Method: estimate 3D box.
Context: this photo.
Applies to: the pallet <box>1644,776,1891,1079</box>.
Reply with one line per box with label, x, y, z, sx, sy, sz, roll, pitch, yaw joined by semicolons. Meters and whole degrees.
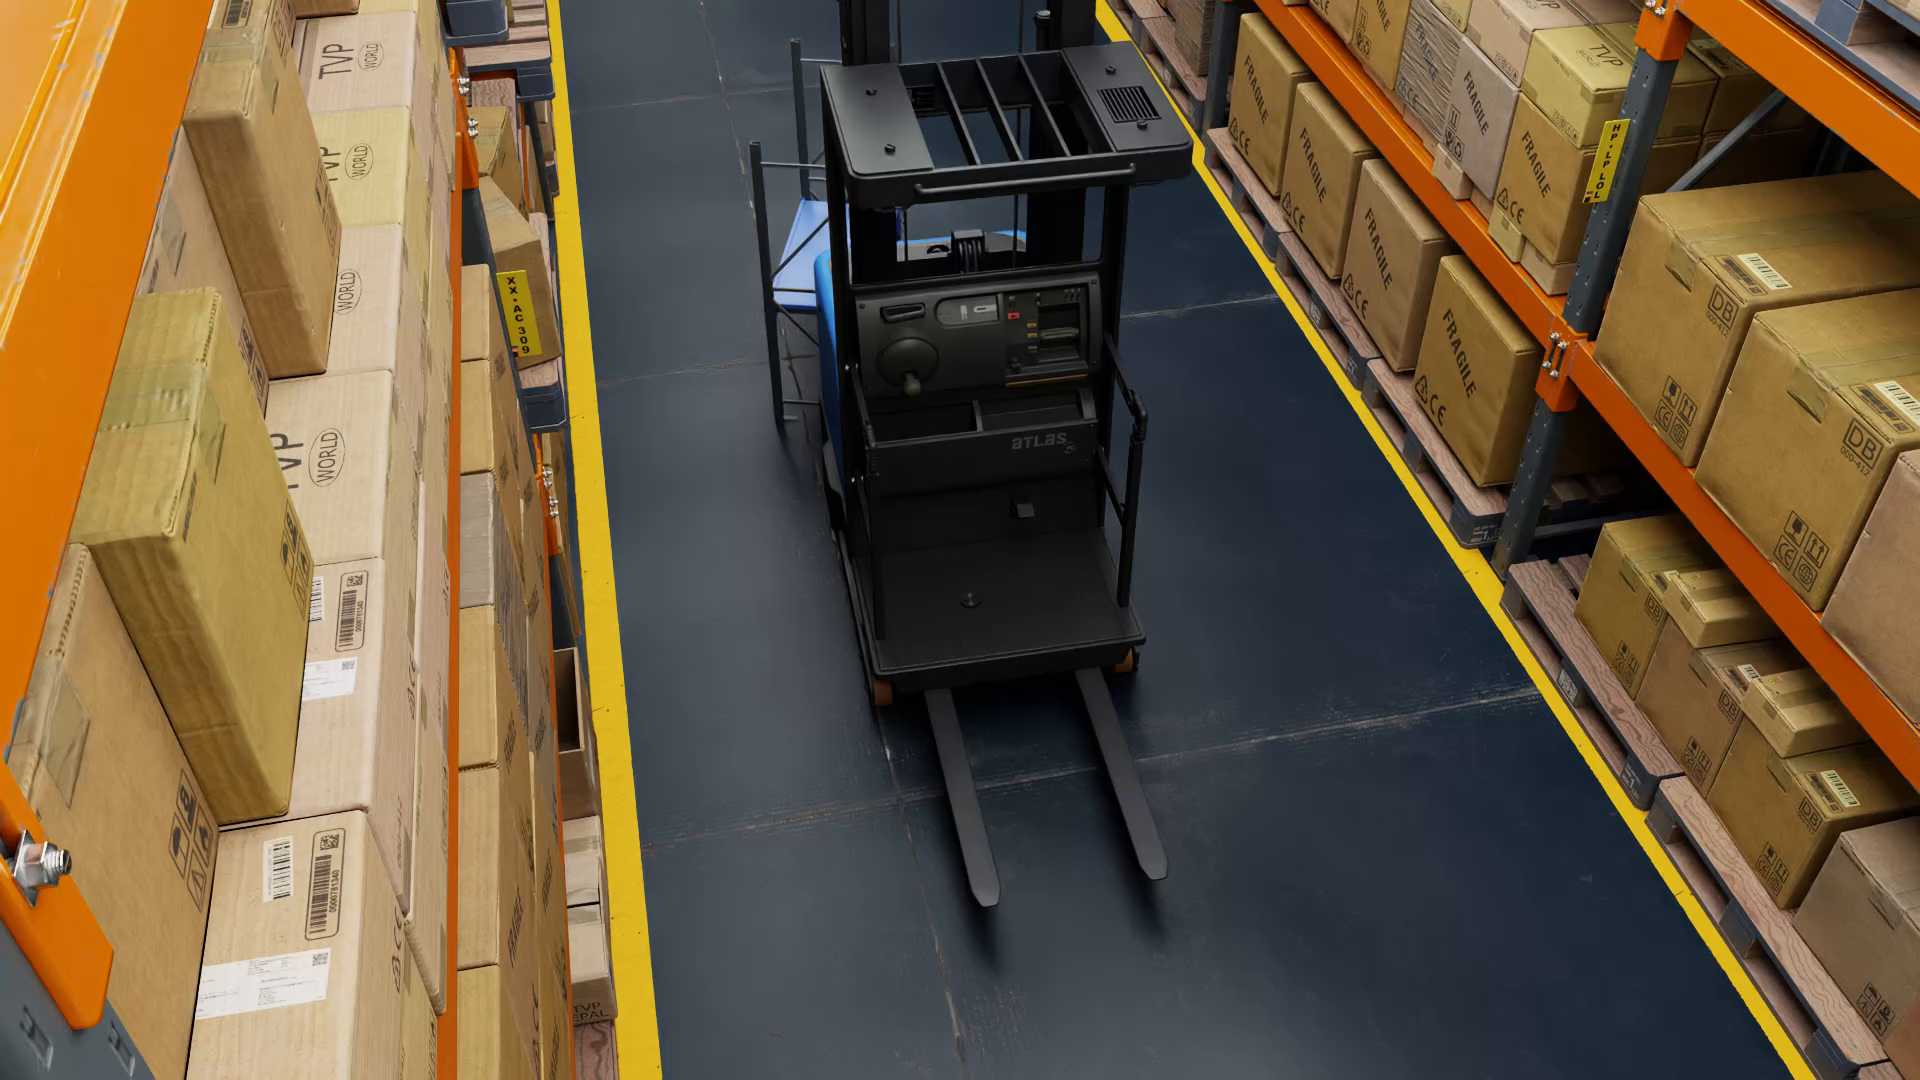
pallet;3.215;1.295;5.914;1.003;0.211;1.213;-8;42;-9

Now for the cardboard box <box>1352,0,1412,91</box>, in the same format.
cardboard box;2.182;-2.443;7.710;0.500;0.500;0.500;-7;42;-8

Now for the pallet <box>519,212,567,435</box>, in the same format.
pallet;-2.042;-0.794;6.311;1.003;0.211;1.213;-8;42;-9

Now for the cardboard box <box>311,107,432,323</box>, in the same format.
cardboard box;-1.395;-0.659;3.492;0.500;0.250;0.500;-8;42;-9

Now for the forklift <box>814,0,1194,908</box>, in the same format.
forklift;0.118;-0.685;6.096;1.130;2.935;3.031;-7;42;-8

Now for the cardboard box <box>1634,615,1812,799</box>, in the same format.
cardboard box;3.027;0.559;6.209;0.700;0.500;0.500;-9;42;-10

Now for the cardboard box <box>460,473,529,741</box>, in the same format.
cardboard box;-1.392;0.206;4.212;0.500;0.500;0.500;-8;42;-9

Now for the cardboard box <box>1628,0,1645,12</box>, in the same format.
cardboard box;2.896;-2.155;6.820;0.500;0.250;0.500;-8;42;-9

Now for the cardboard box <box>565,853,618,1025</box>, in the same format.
cardboard box;-1.414;1.324;5.475;0.500;0.311;0.500;-8;42;-9

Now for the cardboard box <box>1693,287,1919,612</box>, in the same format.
cardboard box;3.114;-0.329;5.416;0.980;0.700;0.700;-9;42;-10

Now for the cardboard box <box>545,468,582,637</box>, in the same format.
cardboard box;-1.842;0.090;6.723;0.500;0.500;0.500;-10;43;-11

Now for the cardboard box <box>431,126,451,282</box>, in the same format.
cardboard box;-1.513;-0.795;4.021;0.500;0.250;0.500;-8;42;-9

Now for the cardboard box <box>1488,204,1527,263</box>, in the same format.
cardboard box;2.434;-1.297;6.907;0.380;0.149;0.250;-8;42;-8

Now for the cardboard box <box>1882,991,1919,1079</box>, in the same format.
cardboard box;3.367;1.563;5.079;0.700;0.500;0.500;-8;42;-9

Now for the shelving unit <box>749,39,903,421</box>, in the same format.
shelving unit;-0.613;-1.484;8.073;0.538;1.500;1.048;4;42;4

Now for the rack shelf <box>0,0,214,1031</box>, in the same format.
rack shelf;-1.544;-1.009;2.434;1.077;0.370;4.000;-8;42;-9

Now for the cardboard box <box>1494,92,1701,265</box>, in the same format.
cardboard box;2.515;-1.464;6.607;0.500;0.500;0.500;-9;42;-10

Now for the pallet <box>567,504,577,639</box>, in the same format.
pallet;-2.188;0.189;7.160;1.003;0.211;1.213;-8;42;-9

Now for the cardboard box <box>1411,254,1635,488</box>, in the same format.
cardboard box;2.593;-0.800;7.477;0.750;0.750;0.750;-8;42;-9

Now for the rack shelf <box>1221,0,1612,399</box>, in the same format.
rack shelf;2.429;-2.072;8.148;1.077;0.370;4.000;-8;42;-9

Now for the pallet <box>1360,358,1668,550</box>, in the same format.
pallet;2.620;-0.491;7.926;1.003;0.211;1.213;-8;42;-9

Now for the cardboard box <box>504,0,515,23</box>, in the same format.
cardboard box;-2.593;-2.727;7.953;0.700;0.500;0.500;-22;46;-23

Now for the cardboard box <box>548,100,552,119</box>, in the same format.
cardboard box;-2.775;-2.761;10.137;0.500;0.250;0.500;-9;42;-10

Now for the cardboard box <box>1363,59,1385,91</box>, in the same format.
cardboard box;2.184;-2.311;8.050;0.380;0.149;0.250;-8;42;-9

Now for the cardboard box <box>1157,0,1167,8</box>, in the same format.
cardboard box;1.658;-3.995;11.324;0.700;0.500;0.500;-9;42;-10

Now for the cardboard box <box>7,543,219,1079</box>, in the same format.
cardboard box;-1.239;0.397;1.737;0.700;0.500;0.500;-8;42;-9

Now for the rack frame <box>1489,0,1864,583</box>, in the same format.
rack frame;2.860;-1.044;6.449;1.000;3.000;0.127;-8;42;-9

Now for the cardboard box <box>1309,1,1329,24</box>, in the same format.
cardboard box;2.037;-2.810;8.612;0.380;0.149;0.250;-9;42;-10

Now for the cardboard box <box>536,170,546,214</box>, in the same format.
cardboard box;-2.408;-1.582;8.606;0.500;0.500;0.500;-7;42;-8

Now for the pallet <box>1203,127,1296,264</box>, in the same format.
pallet;2.094;-2.072;9.707;1.003;0.211;1.213;-8;42;-9

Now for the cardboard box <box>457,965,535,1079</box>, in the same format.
cardboard box;-1.071;1.186;3.107;0.500;0.500;0.500;-8;42;-9

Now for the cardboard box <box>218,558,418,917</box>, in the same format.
cardboard box;-1.070;0.313;2.397;0.500;0.250;0.500;-8;42;-9

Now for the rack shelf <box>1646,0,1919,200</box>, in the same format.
rack shelf;3.292;-0.601;4.231;1.077;0.370;4.000;-8;42;-9

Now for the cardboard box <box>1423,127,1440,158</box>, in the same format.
cardboard box;2.319;-1.802;7.476;0.380;0.149;0.250;-8;42;-9

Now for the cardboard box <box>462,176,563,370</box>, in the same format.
cardboard box;-1.859;-0.866;5.856;0.700;0.500;0.500;-23;46;-23

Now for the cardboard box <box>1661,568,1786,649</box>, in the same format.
cardboard box;2.818;0.238;6.082;0.380;0.149;0.250;-7;42;-8

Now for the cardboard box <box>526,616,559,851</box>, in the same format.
cardboard box;-1.391;0.584;4.539;0.500;0.500;0.500;-7;42;-8

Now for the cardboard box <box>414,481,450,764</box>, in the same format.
cardboard box;-1.180;0.176;2.928;0.500;0.250;0.500;-8;42;-9

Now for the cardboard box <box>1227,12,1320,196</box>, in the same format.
cardboard box;2.028;-2.495;9.386;0.750;0.750;0.750;-9;42;-10

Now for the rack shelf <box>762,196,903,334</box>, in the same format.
rack shelf;-0.613;-1.349;8.193;0.538;0.185;1.000;4;42;4

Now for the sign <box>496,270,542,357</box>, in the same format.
sign;-1.447;-0.739;5.452;0.100;0.325;0.005;-8;42;-9

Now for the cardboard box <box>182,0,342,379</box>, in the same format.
cardboard box;-1.494;-0.586;2.844;0.700;0.500;0.500;-8;42;-9
